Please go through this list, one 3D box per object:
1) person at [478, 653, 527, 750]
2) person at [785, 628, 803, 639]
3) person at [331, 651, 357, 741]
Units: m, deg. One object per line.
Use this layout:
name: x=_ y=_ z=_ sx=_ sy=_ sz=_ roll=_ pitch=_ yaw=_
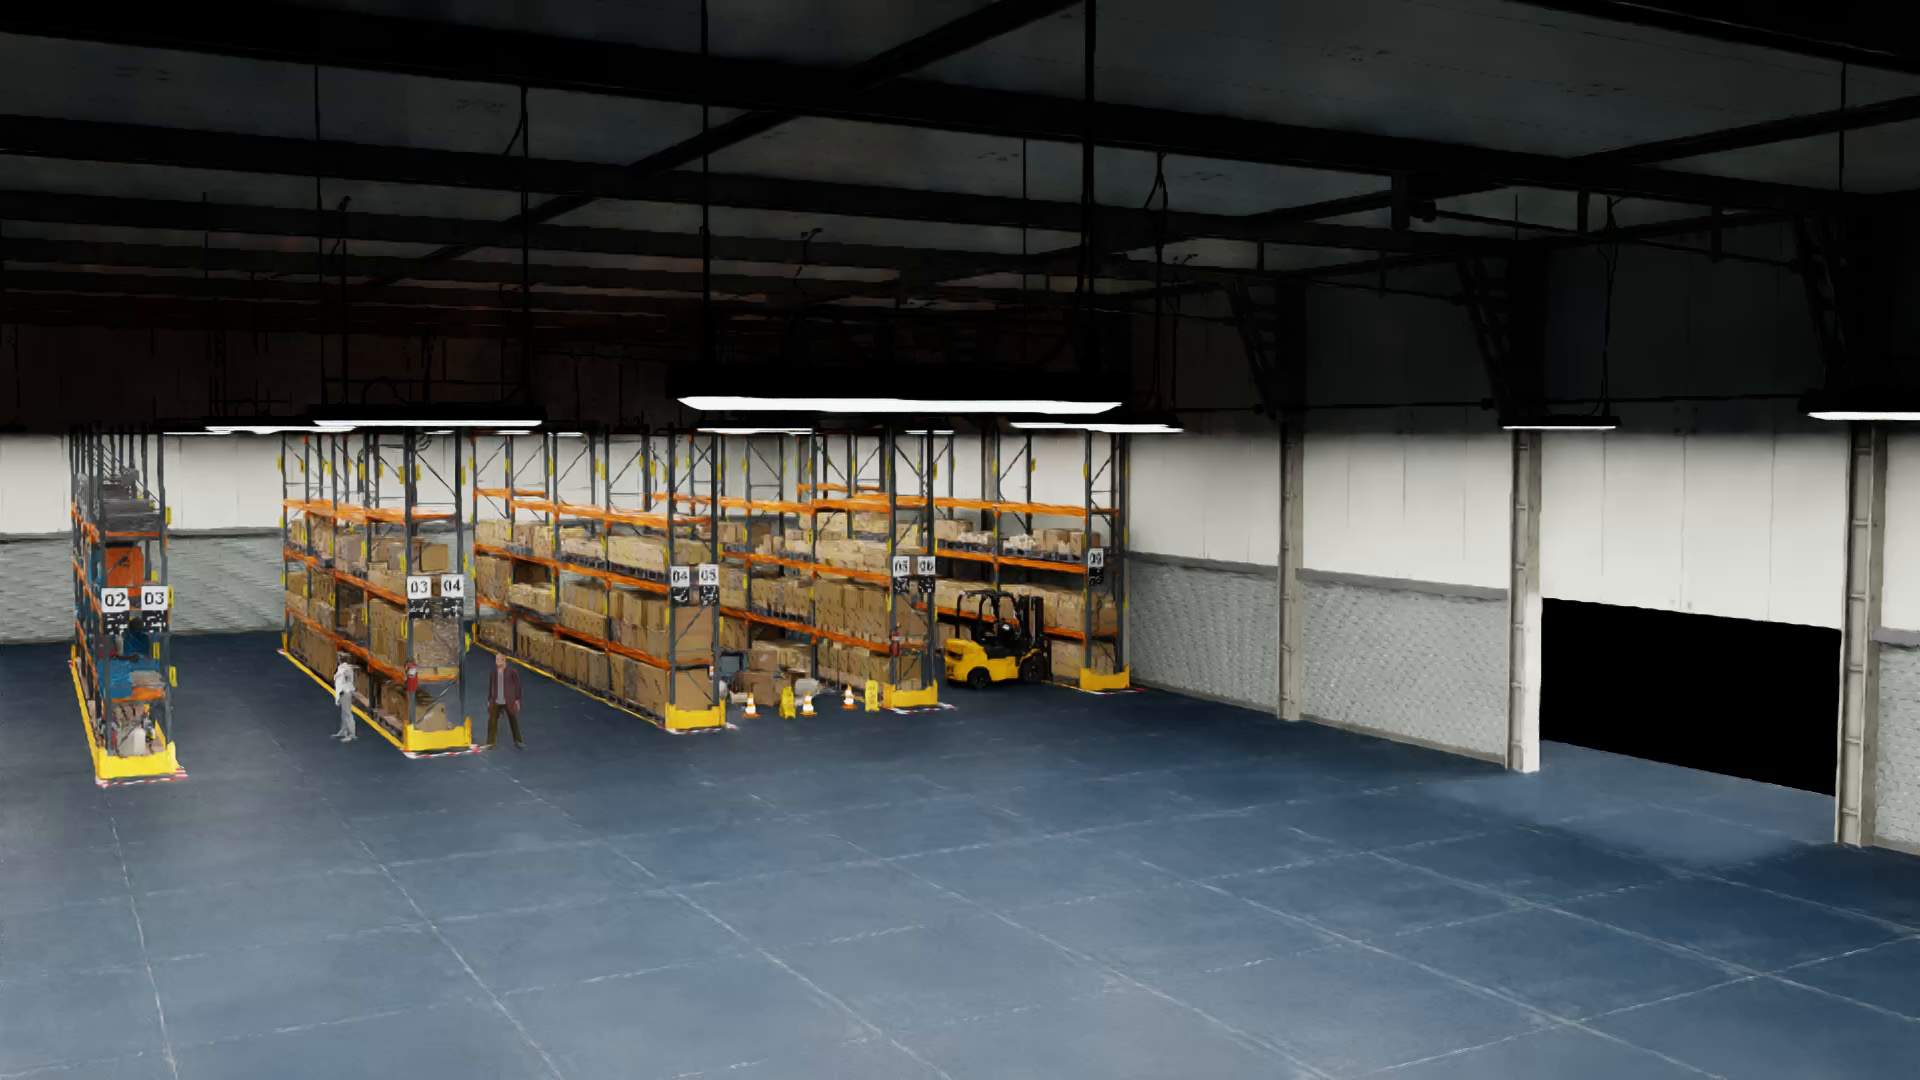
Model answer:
person: x=-8.359 y=2.955 z=30.442 sx=0.799 sy=1.770 sz=0.594 roll=0 pitch=4 yaw=1
person: x=-4.757 y=1.962 z=47.203 sx=0.560 sy=1.663 sz=0.587 roll=0 pitch=4 yaw=-7
person: x=-11.671 y=2.937 z=31.467 sx=0.536 sy=1.653 sz=0.573 roll=0 pitch=4 yaw=-1
